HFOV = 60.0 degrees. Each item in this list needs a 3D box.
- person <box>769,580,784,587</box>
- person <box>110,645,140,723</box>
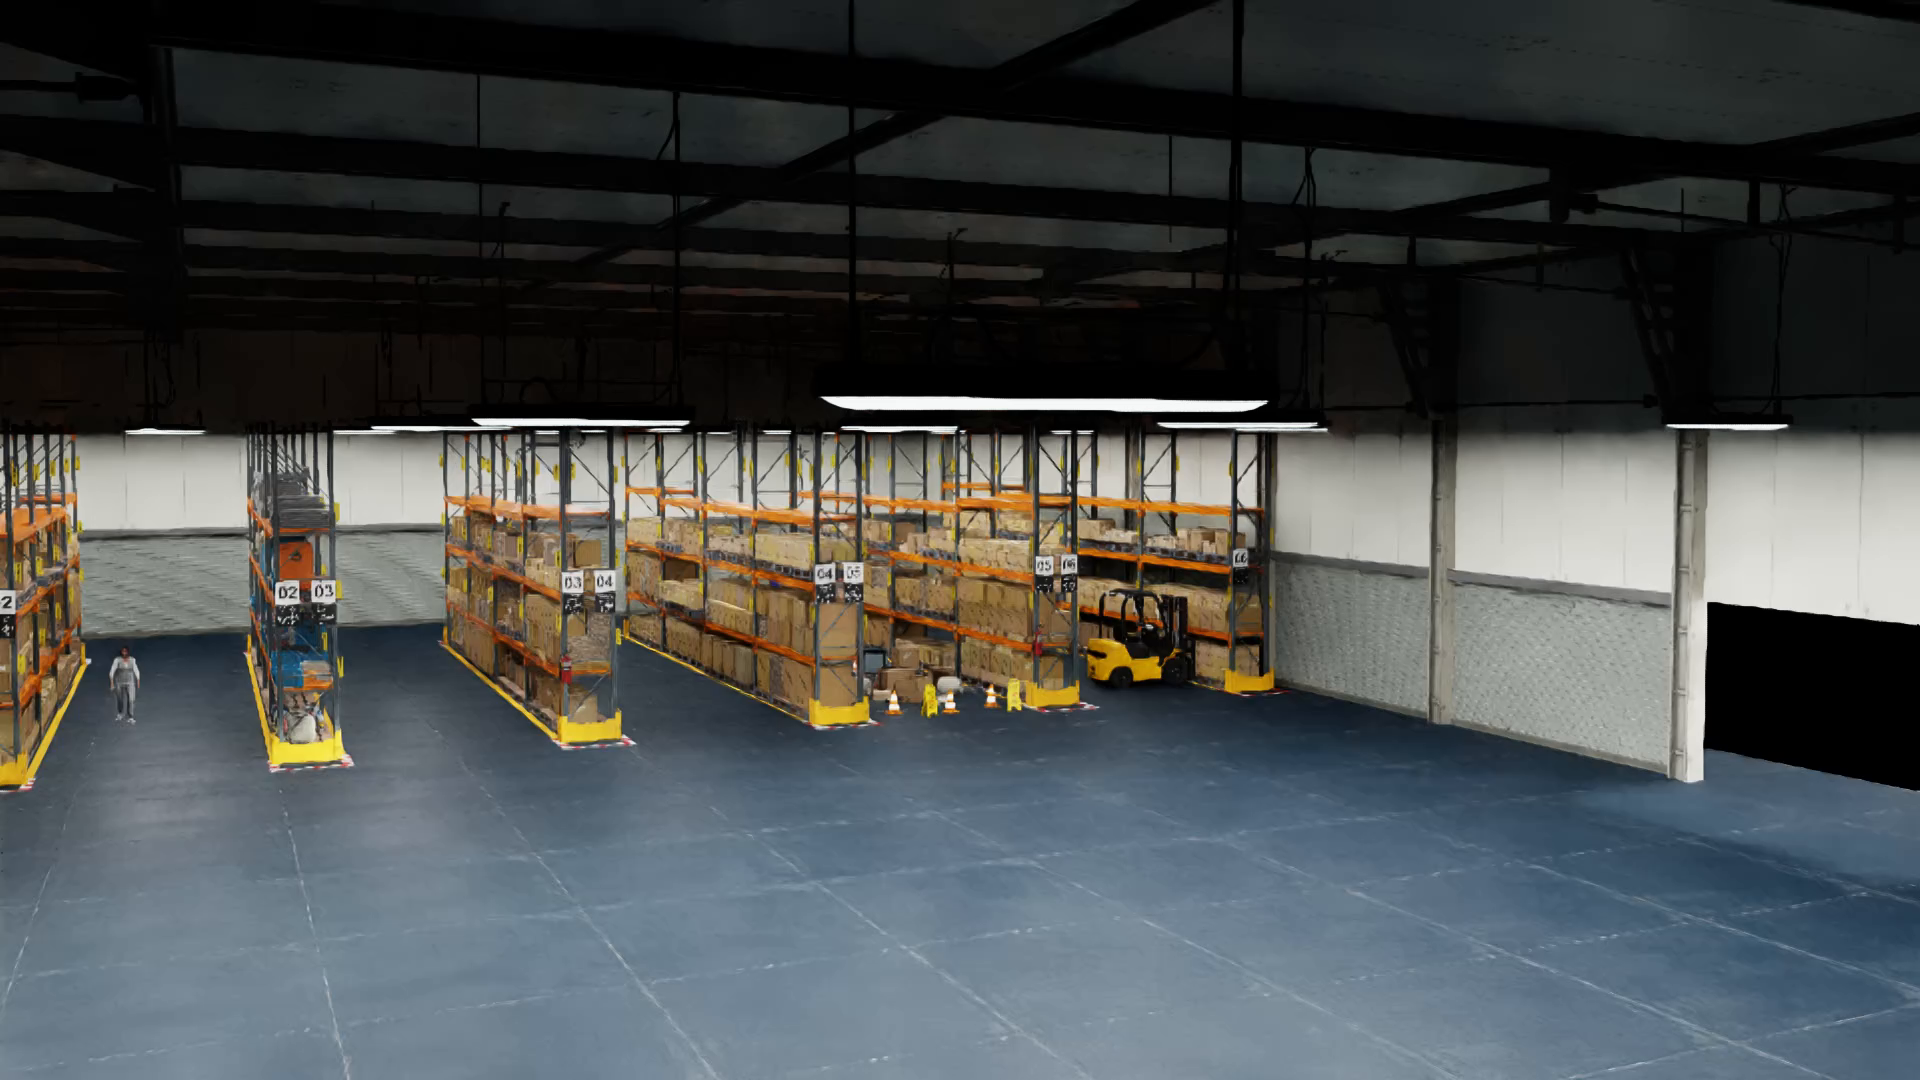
[{"bbox_3d":[-5.799,1.651,52.711,0.571,1.534,0.473,2,4,33],"label":"person"},{"bbox_3d":[-16.738,2.870,33.313,0.542,1.549,0.613,-2,4,-33],"label":"person"}]
